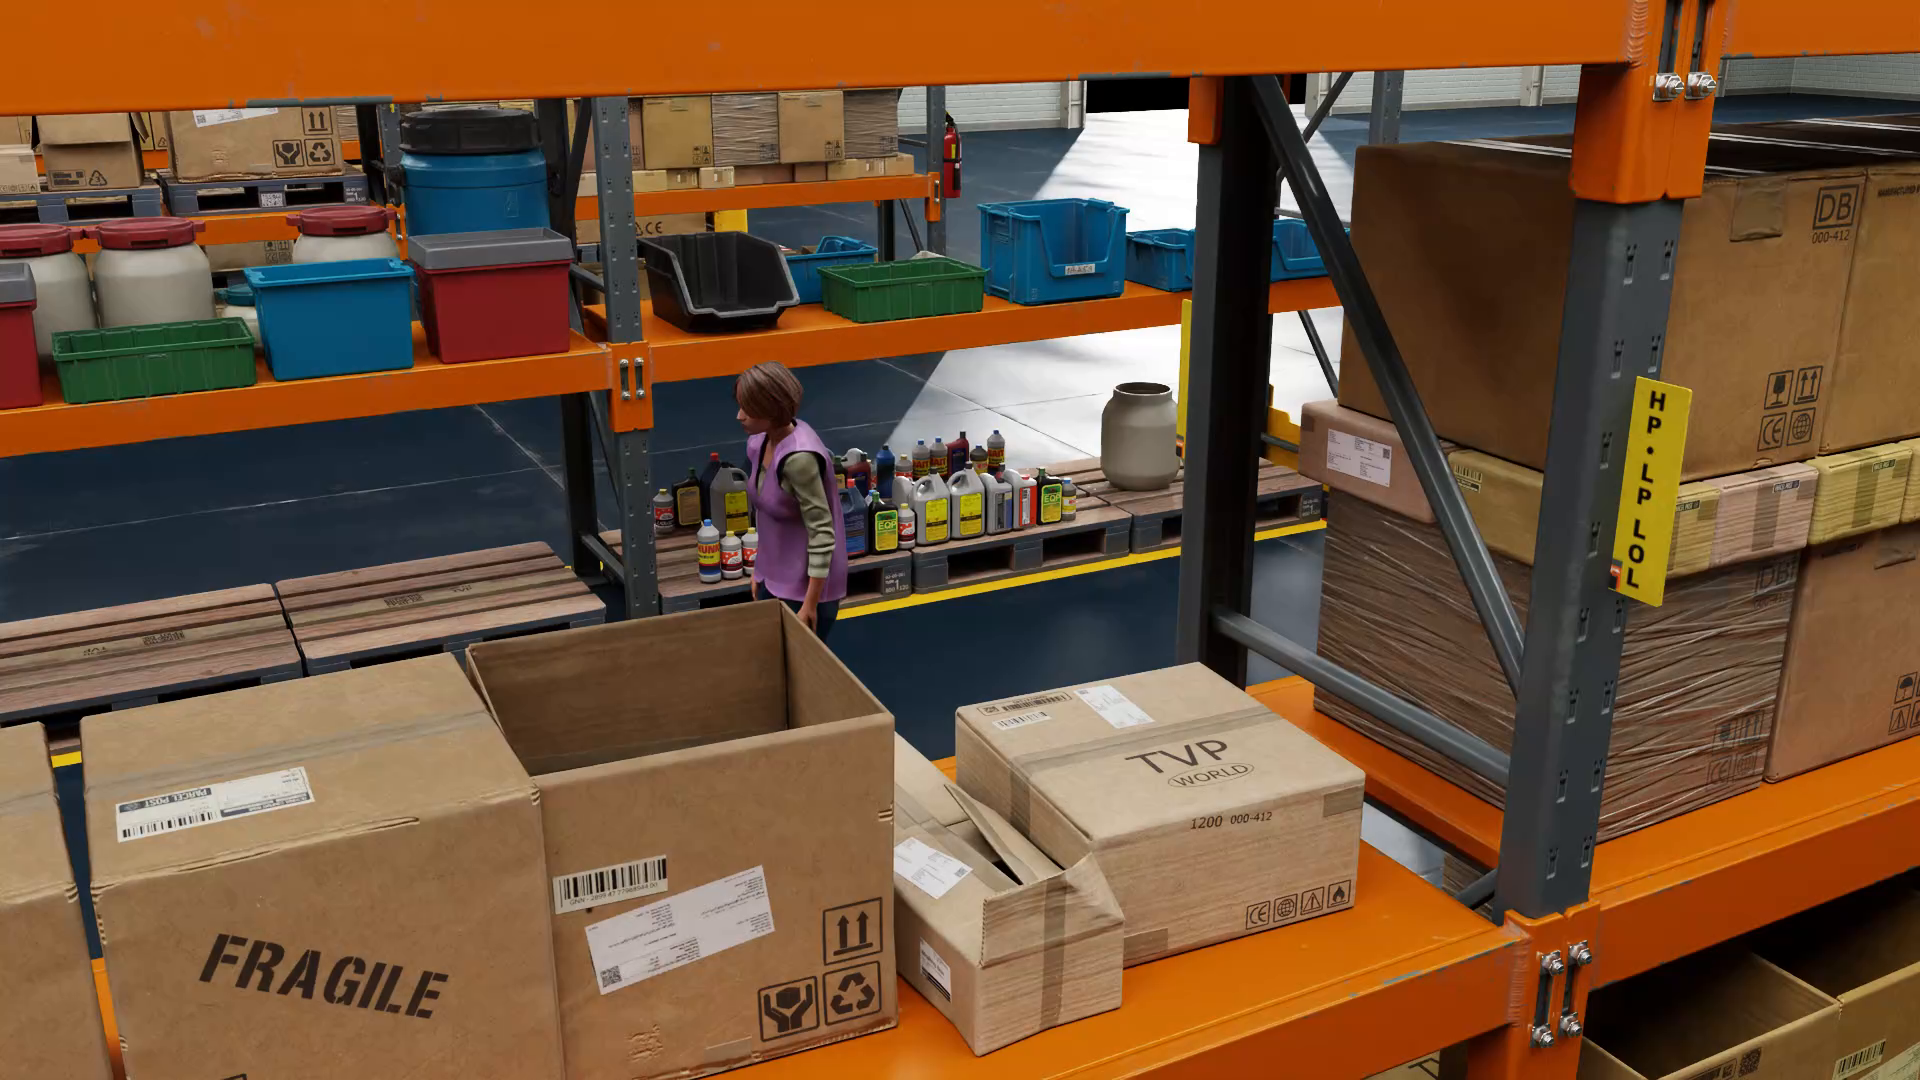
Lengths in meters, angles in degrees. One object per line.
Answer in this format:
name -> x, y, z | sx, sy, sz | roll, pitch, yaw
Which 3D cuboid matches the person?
person -> -0.566, 0.181, 5.565 | 0.350, 1.581, 0.468 | -10, 21, -27
